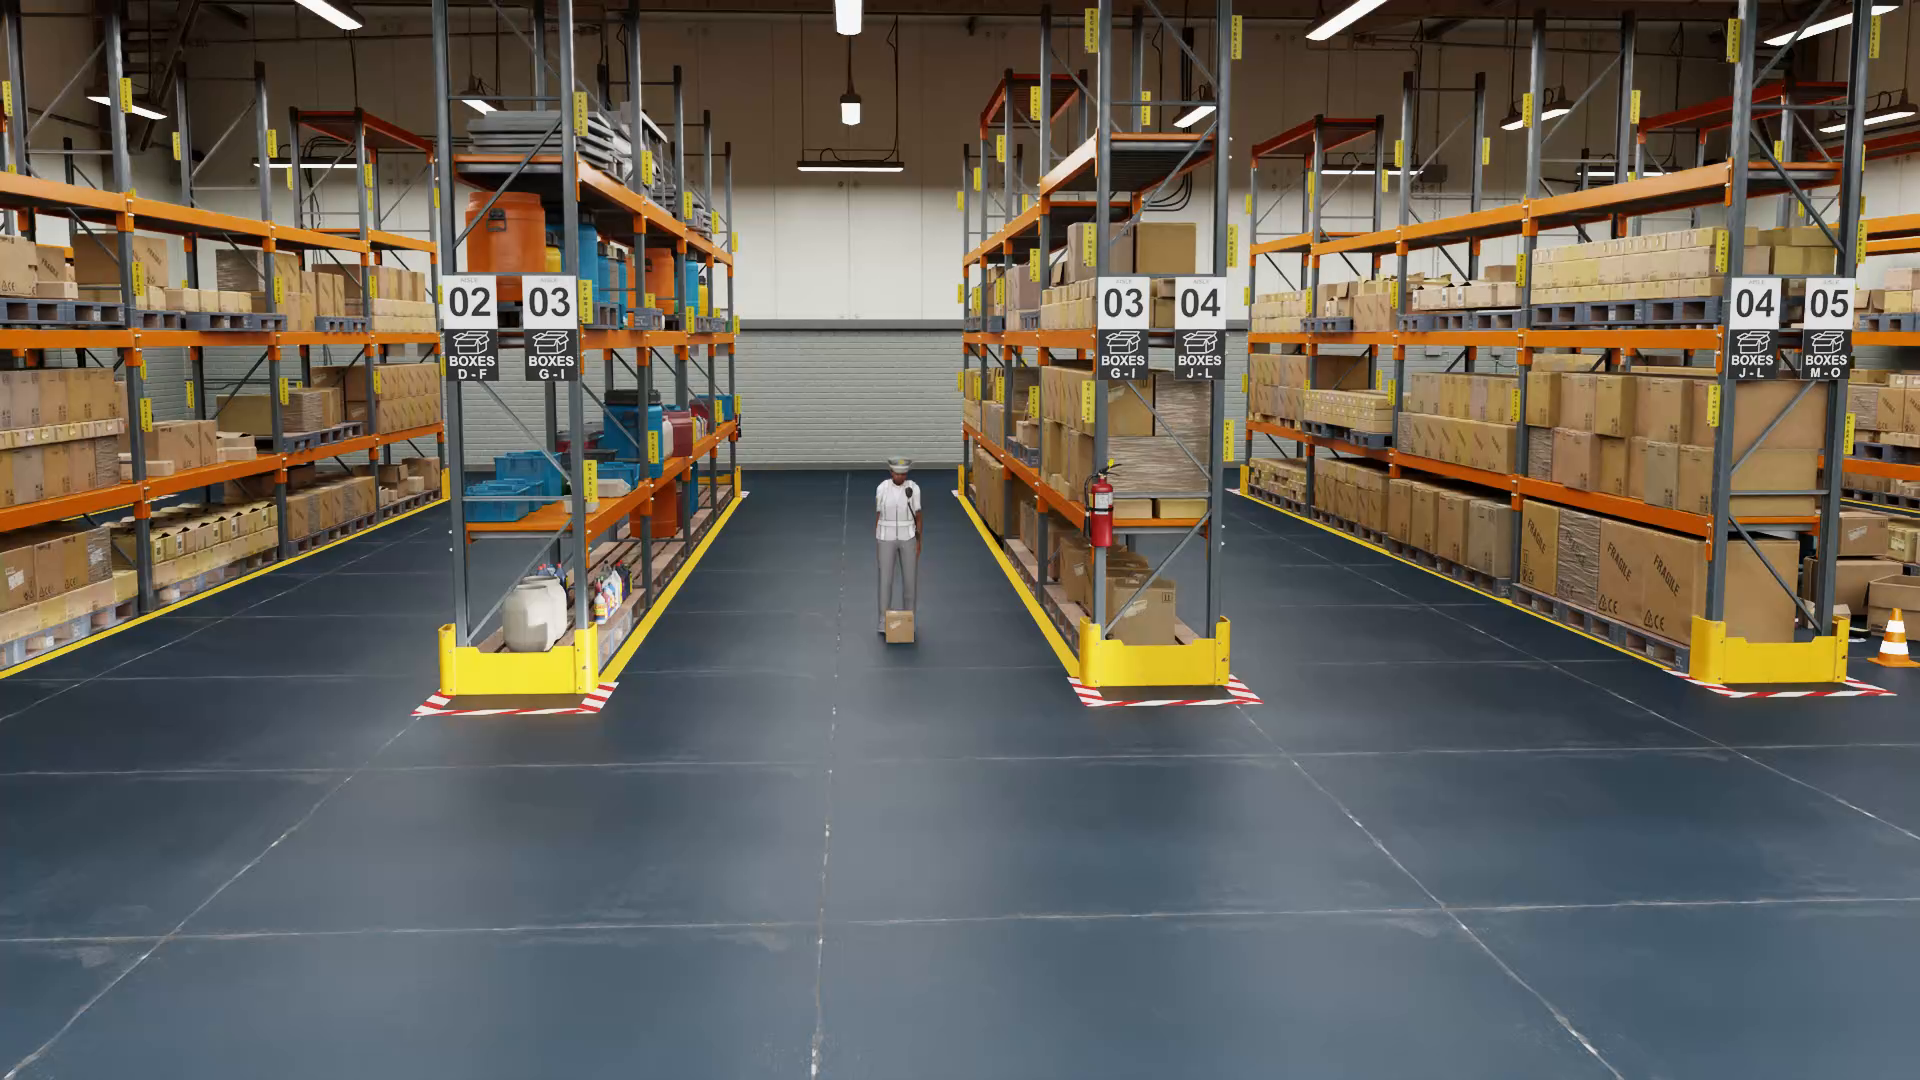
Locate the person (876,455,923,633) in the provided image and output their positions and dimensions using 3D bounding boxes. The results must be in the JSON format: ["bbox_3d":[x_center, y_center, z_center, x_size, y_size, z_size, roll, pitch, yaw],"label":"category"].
[{"bbox_3d":[-0.566,0.038,15.521,0.440,1.659,0.337,0,7,-3],"label":"person"}]
